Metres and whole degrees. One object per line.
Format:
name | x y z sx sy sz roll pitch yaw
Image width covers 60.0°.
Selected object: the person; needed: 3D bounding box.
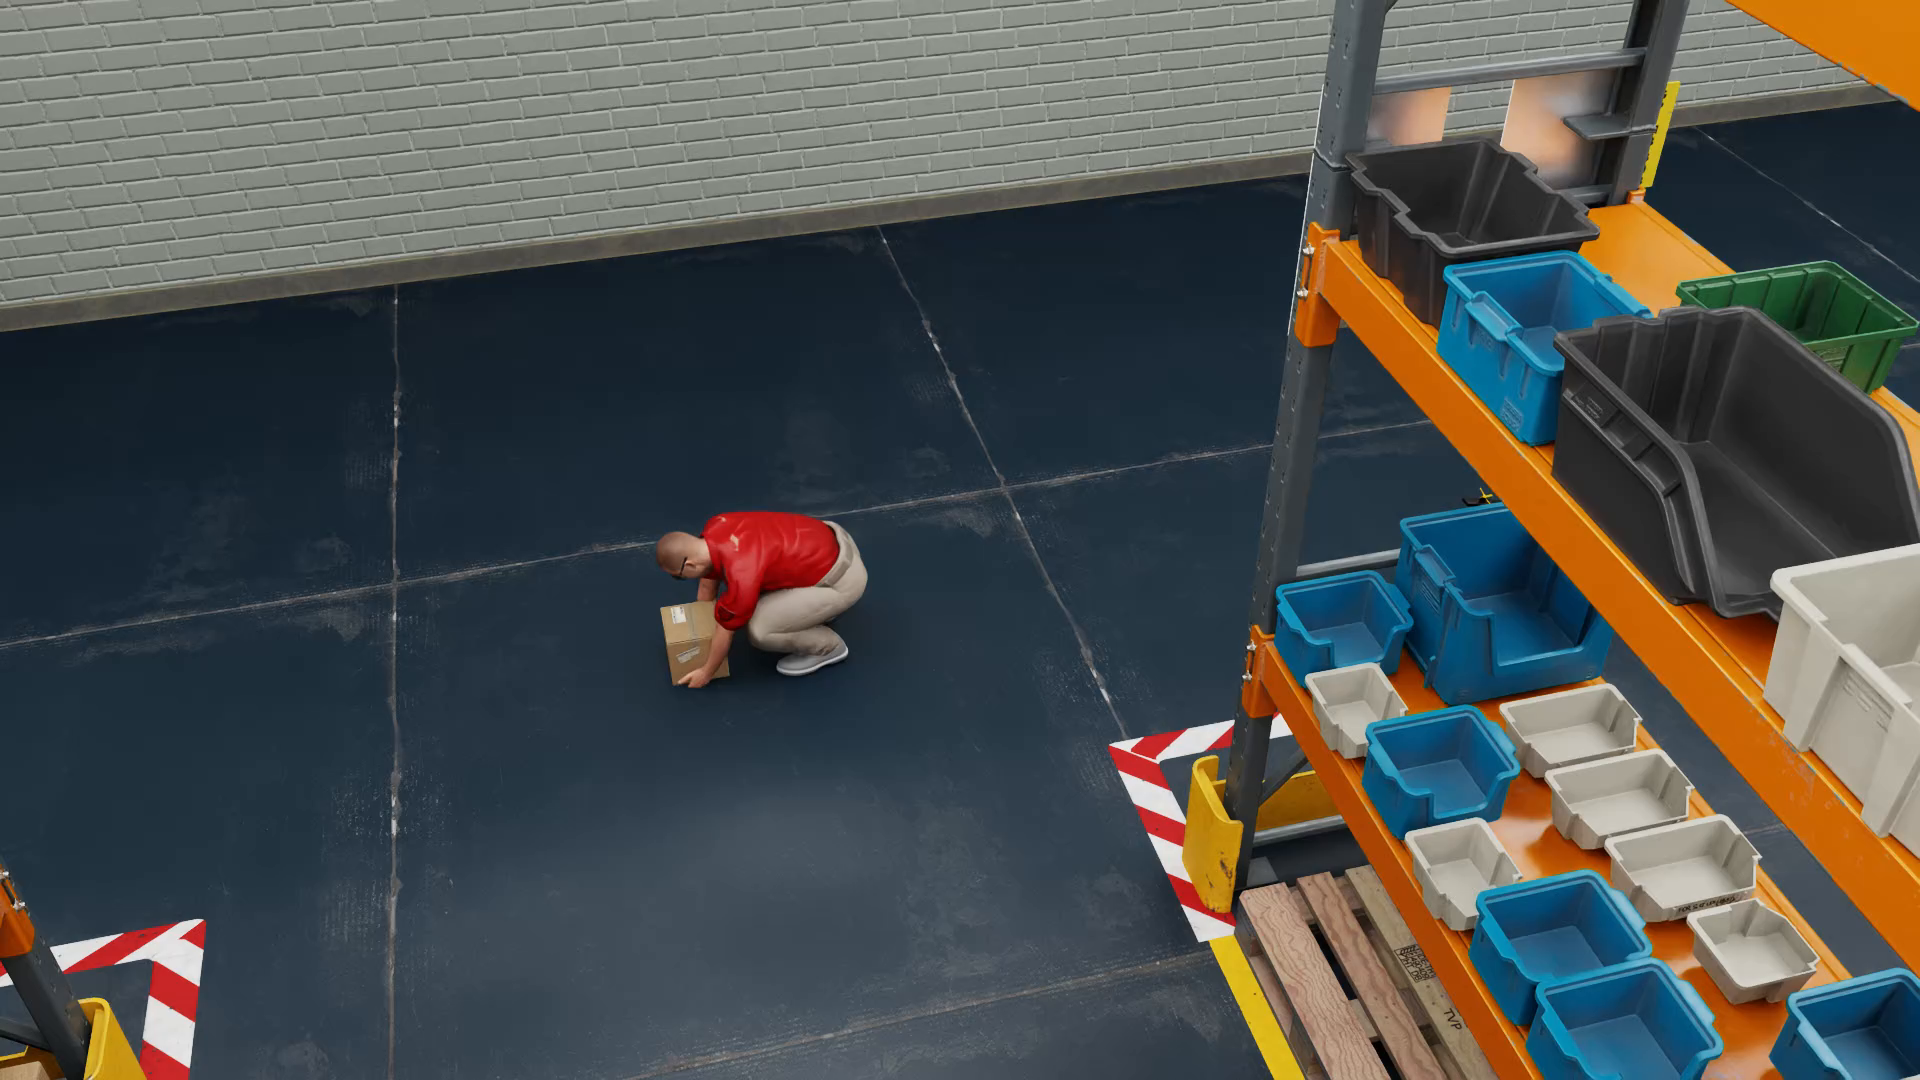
person | -0.854 0.227 7.285 0.895 0.859 0.544 -10 39 -12
